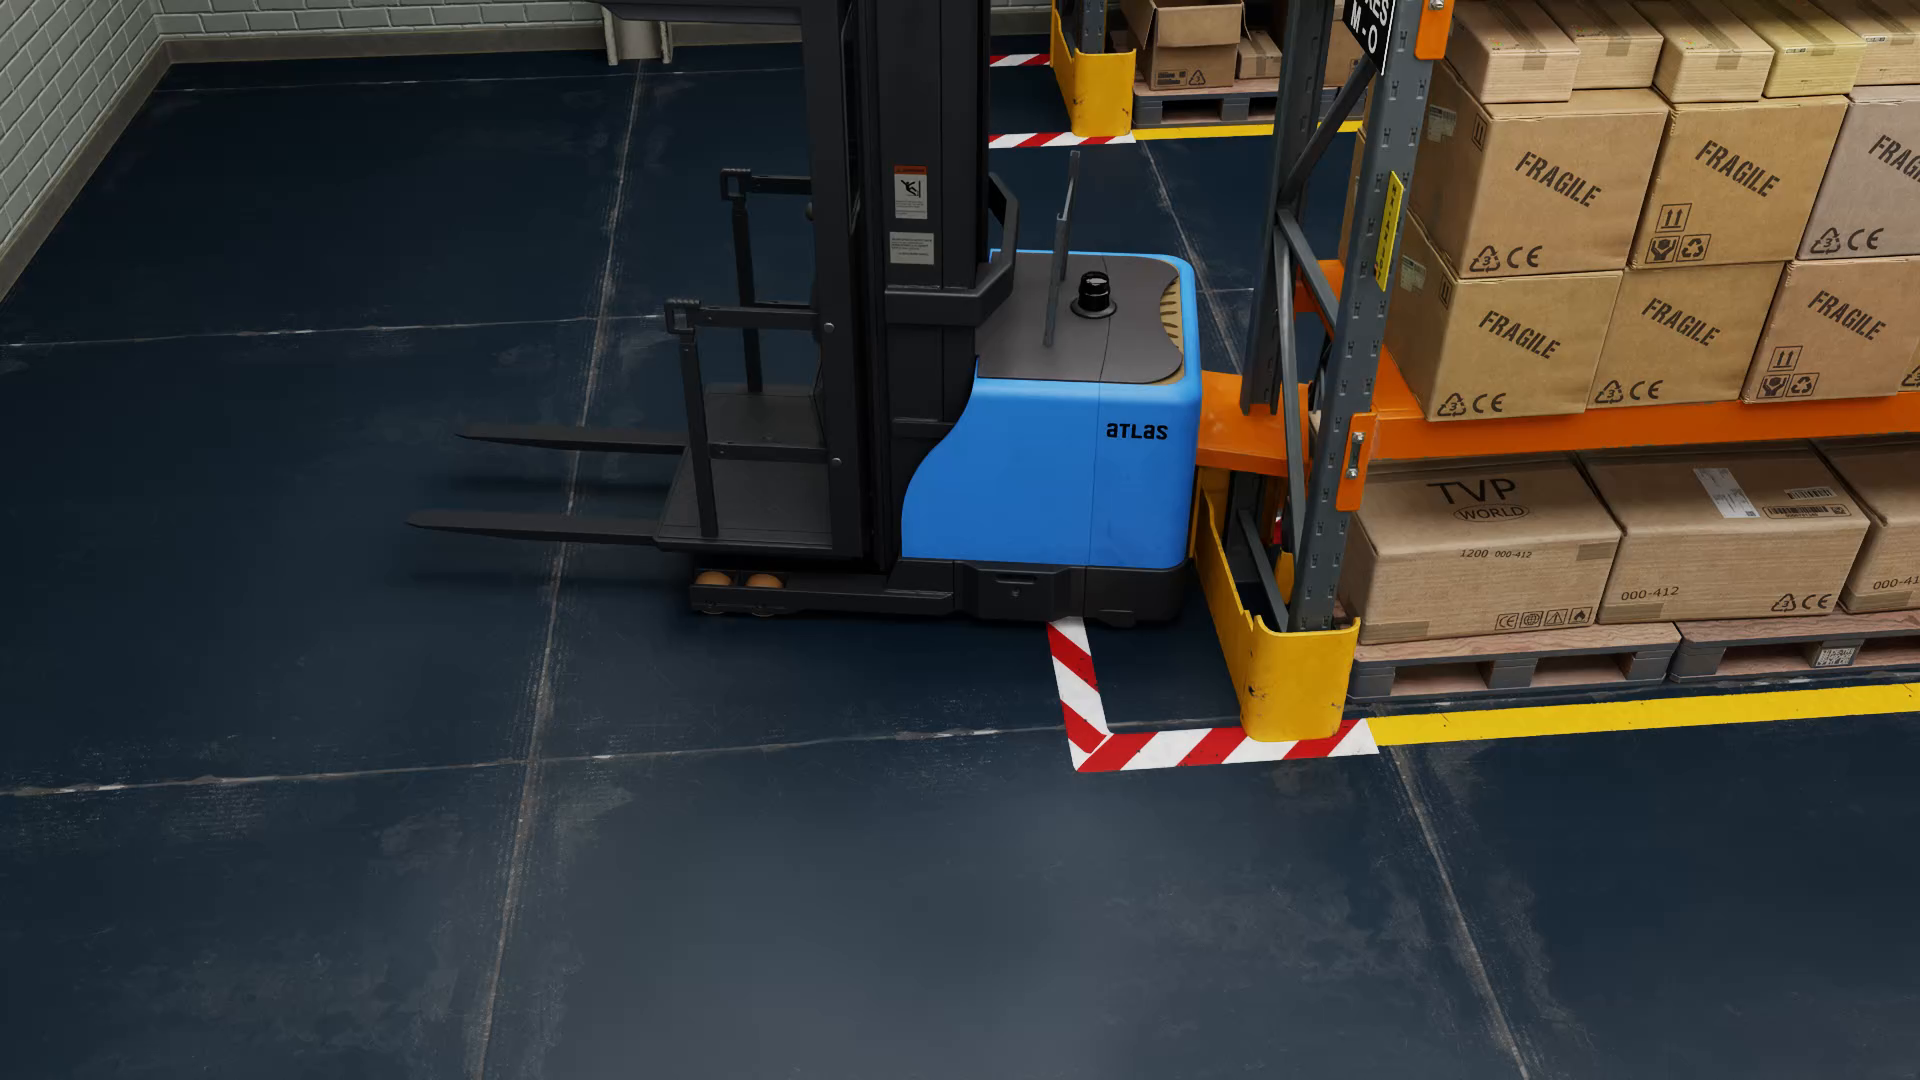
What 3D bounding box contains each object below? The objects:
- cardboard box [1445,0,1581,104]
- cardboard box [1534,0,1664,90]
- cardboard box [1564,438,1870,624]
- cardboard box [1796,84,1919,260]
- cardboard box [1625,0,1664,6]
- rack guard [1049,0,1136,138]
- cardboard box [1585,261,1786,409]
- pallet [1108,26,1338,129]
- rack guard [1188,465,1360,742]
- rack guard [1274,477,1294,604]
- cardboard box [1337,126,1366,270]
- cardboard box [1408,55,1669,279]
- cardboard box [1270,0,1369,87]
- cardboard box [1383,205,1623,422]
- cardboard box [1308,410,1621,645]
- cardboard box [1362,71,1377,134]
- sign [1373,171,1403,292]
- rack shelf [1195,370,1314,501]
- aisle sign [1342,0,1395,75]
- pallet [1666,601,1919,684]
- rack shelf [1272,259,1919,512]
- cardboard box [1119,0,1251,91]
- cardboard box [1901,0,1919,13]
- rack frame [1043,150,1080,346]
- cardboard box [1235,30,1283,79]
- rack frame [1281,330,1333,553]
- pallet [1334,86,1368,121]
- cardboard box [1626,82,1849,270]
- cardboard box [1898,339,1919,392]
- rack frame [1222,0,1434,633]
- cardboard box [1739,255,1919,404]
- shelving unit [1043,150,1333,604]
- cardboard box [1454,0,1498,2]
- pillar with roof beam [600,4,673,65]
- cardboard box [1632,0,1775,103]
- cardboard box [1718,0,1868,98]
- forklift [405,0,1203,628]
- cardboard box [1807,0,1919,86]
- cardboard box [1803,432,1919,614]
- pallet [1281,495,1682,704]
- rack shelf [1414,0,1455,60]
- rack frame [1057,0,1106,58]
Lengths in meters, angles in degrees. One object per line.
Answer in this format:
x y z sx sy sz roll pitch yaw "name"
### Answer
1.534 -1.369 4.652 0.250 0.149 0.380 -2 38 -3 "cardboard box"
1.788 -1.427 4.726 0.250 0.149 0.380 -2 38 -3 "cardboard box"
2.715 -0.146 6.243 0.875 0.438 0.875 -2 38 -3 "cardboard box"
2.685 -1.182 4.939 0.500 0.500 0.500 -3 38 -4 "cardboard box"
1.996 -1.759 5.146 0.250 0.149 0.380 -3 38 -4 "cardboard box"
0.788 -2.919 10.046 0.348 0.500 1.175 -3 38 -4 "rack guard"
2.161 -0.767 5.220 0.500 0.500 0.500 -4 38 -5 "cardboard box"
1.582 -2.850 10.192 1.213 0.211 1.003 -3 38 -4 "pallet"
1.132 0.149 6.158 0.348 0.500 1.175 -3 38 -4 "rack guard"
1.278 -0.038 6.525 0.087 0.250 0.587 8 41 4 "rack guard"
1.613 -1.063 5.595 0.500 0.500 0.500 -3 38 -4 "cardboard box"
1.659 -1.116 4.855 0.500 0.500 0.500 -4 38 -5 "cardboard box"
2.185 -3.078 9.908 0.500 0.500 0.700 -2 38 -2 "cardboard box"
1.659 -0.722 5.163 0.500 0.500 0.500 -3 38 -4 "cardboard box"
1.804 -0.091 6.173 0.875 0.438 0.875 -4 38 -6 "cardboard box"
1.615 -1.439 5.264 0.500 0.500 0.500 -2 38 -2 "cardboard box"
1.199 -0.862 4.658 0.005 0.325 0.100 -3 38 -4 "sign"
0.822 -0.444 6.273 1.000 0.185 0.538 8 41 4 "rack shelf"
1.110 -1.672 4.348 0.004 0.787 0.394 -3 38 -4 "aisle sign"
3.157 0.104 6.448 1.213 0.211 1.003 -3 38 -4 "pallet"
3.148 -0.661 5.747 4.000 0.370 1.077 -3 38 -4 "rack shelf"
1.330 -3.056 9.878 0.637 0.503 0.797 -5 39 -6 "cardboard box"
2.827 -1.431 4.731 0.250 0.149 0.380 -3 38 -4 "cardboard box"
0.330 -0.652 6.195 0.032 1.500 0.500 8 41 4 "rack frame"
1.756 -2.916 9.987 0.250 0.149 0.380 -5 39 -6 "cardboard box"
1.334 -0.509 6.118 0.032 1.500 0.500 8 41 4 "rack frame"
2.794 -2.915 10.274 1.213 0.211 1.003 -3 38 -4 "pallet"
2.173 -1.149 4.897 0.500 0.500 0.500 -4 38 -5 "cardboard box"
3.166 -0.822 5.289 0.500 0.500 0.500 -2 38 -2 "cardboard box"
1.156 -0.834 5.385 0.127 3.000 1.000 -3 38 -4 "rack frame"
2.669 -0.784 5.242 0.500 0.500 0.500 -3 38 -4 "cardboard box"
0.823 -0.582 6.157 1.083 1.500 0.587 8 41 4 "shelving unit"
1.495 -1.664 5.025 0.250 0.149 0.380 -3 38 -3 "cardboard box"
-1.672 -4.004 4.559 0.400 9.000 9.100 -3 38 -4 "pillar with roof beam"
2.058 -1.371 4.654 0.250 0.149 0.380 -2 38 -3 "cardboard box"
2.318 -1.396 4.687 0.250 0.149 0.380 -4 38 -5 "cardboard box"
-0.629 -1.180 5.879 3.031 2.935 1.130 3 38 3 "forklift"
2.575 -1.443 4.746 0.250 0.149 0.380 -3 38 -4 "cardboard box"
3.613 -0.195 6.305 0.875 0.438 0.875 -4 38 -5 "cardboard box"
1.945 0.169 6.366 1.213 0.211 1.003 -3 38 -4 "pallet"
3.148 -1.839 4.818 4.000 0.370 1.077 -3 38 -4 "rack shelf"
0.712 -3.896 9.267 0.127 3.000 1.000 -3 38 -4 "rack frame"
